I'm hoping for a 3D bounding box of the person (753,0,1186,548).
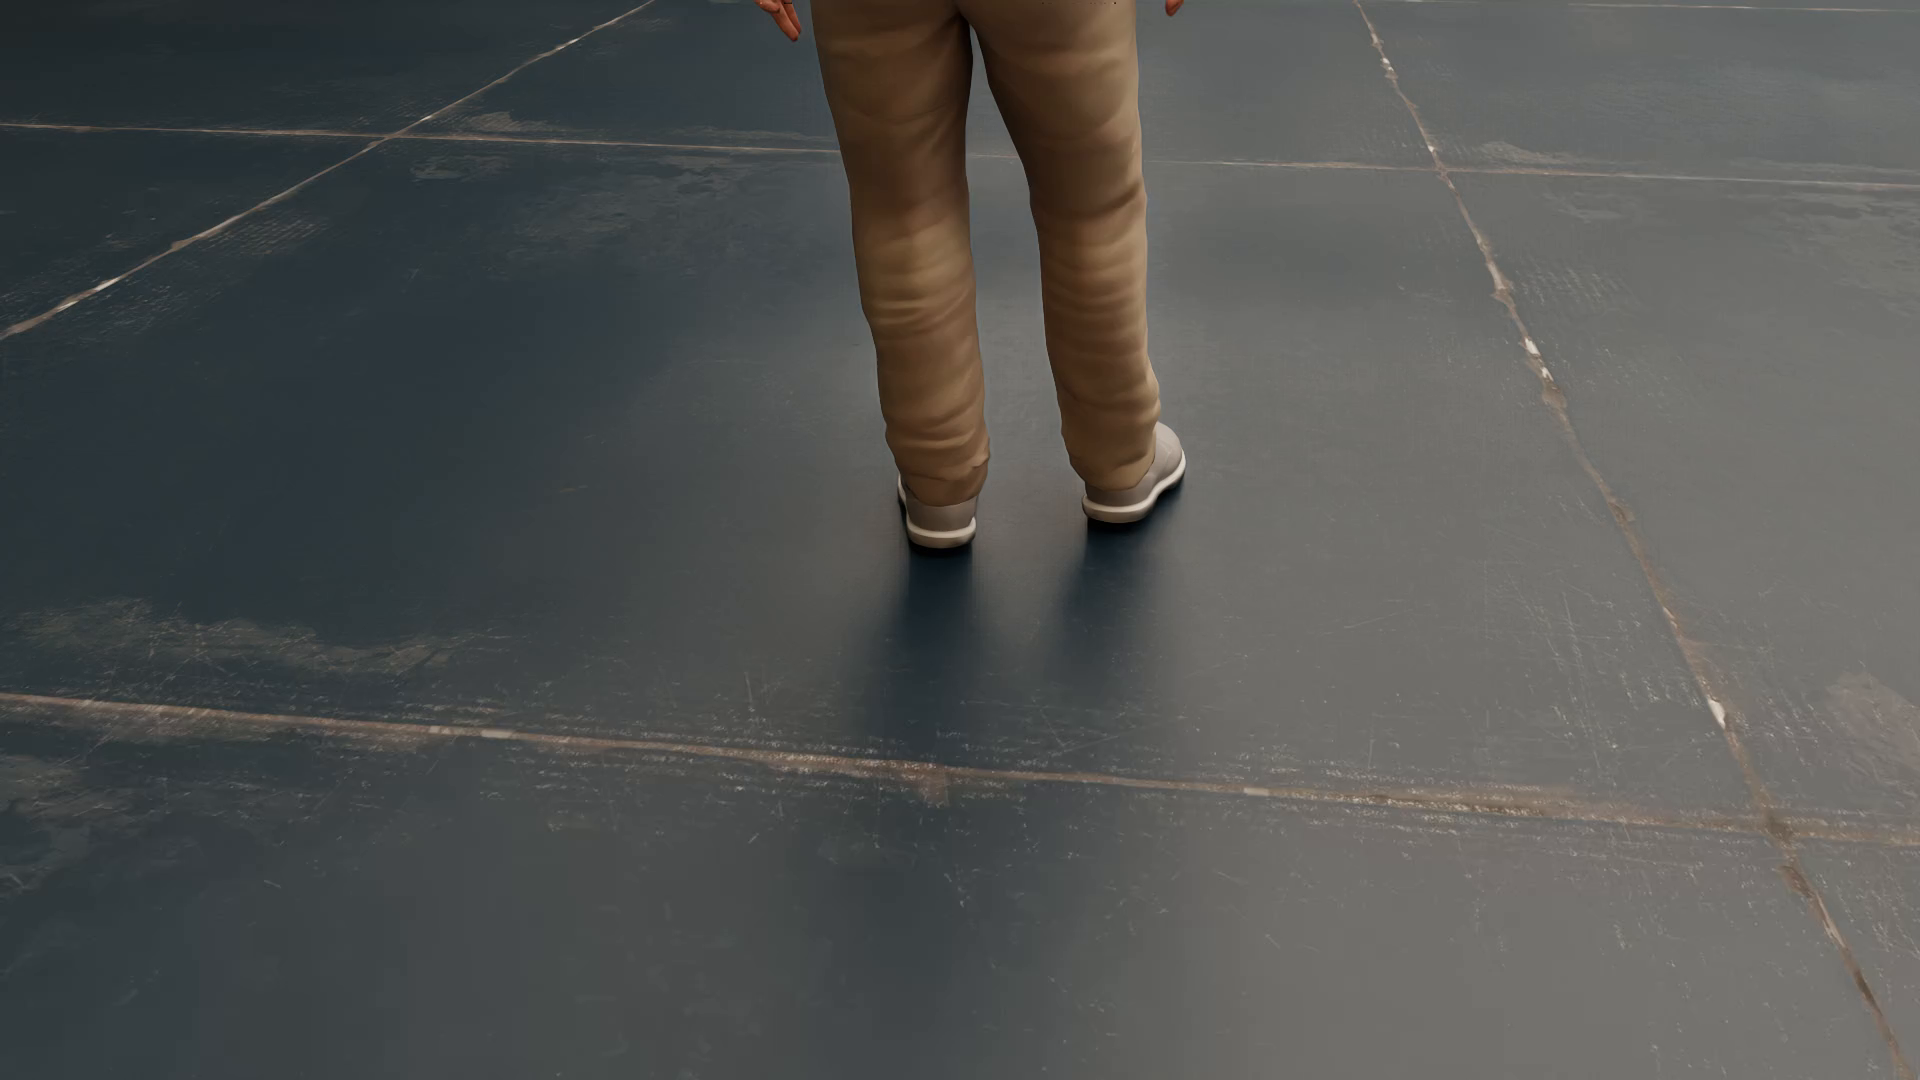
[{"bbox_3d":[0.023,-0.819,2.189,0.642,1.727,0.550,3,27,7],"label":"person"}]
